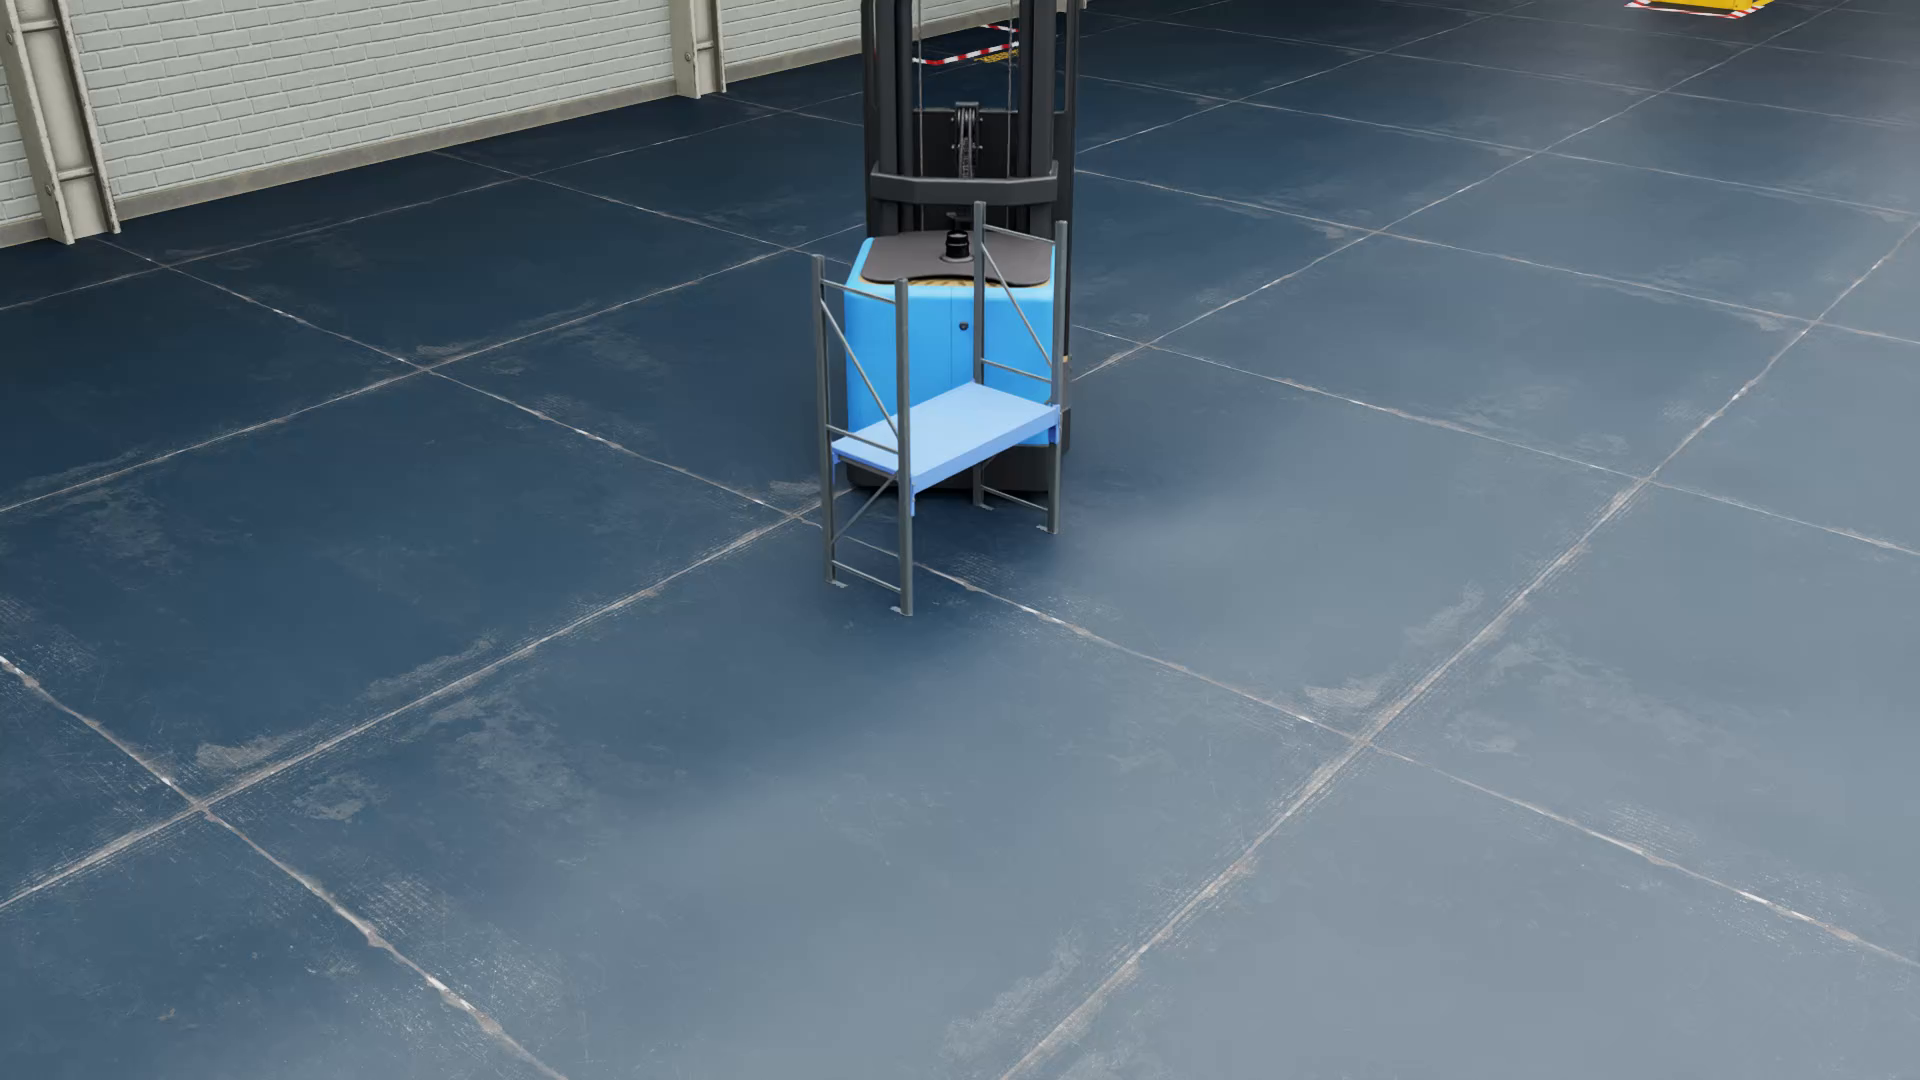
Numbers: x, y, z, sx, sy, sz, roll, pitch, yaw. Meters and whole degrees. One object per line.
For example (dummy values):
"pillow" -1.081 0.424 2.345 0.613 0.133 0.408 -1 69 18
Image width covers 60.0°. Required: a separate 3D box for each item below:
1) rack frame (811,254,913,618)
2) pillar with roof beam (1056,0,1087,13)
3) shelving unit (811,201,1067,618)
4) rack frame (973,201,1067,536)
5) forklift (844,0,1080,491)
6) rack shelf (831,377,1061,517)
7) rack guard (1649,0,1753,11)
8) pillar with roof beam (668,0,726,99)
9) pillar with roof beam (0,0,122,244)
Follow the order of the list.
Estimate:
"rack frame" -0.400 -0.411 6.913 0.500 1.500 0.032 21 34 35
"pillar with roof beam" 4.623 -9.206 15.751 9.100 9.000 0.400 21 34 34
"shelving unit" -0.070 -0.589 7.256 0.538 1.500 1.048 21 34 35
"rack frame" 0.261 -0.766 7.599 0.500 1.500 0.032 21 34 35
"forklift" 0.068 -2.181 8.776 1.130 2.935 3.031 2 27 4
"rack shelf" -0.070 -0.429 7.339 0.538 0.185 1.000 21 34 35
"rack guard" 9.150 -6.860 20.467 1.175 0.500 0.348 21 34 34
"pillar with roof beam" 0.807 -7.078 11.639 9.100 9.000 0.400 21 34 34
"pillar with roof beam" -3.009 -4.951 7.527 9.100 9.000 0.400 21 34 34
